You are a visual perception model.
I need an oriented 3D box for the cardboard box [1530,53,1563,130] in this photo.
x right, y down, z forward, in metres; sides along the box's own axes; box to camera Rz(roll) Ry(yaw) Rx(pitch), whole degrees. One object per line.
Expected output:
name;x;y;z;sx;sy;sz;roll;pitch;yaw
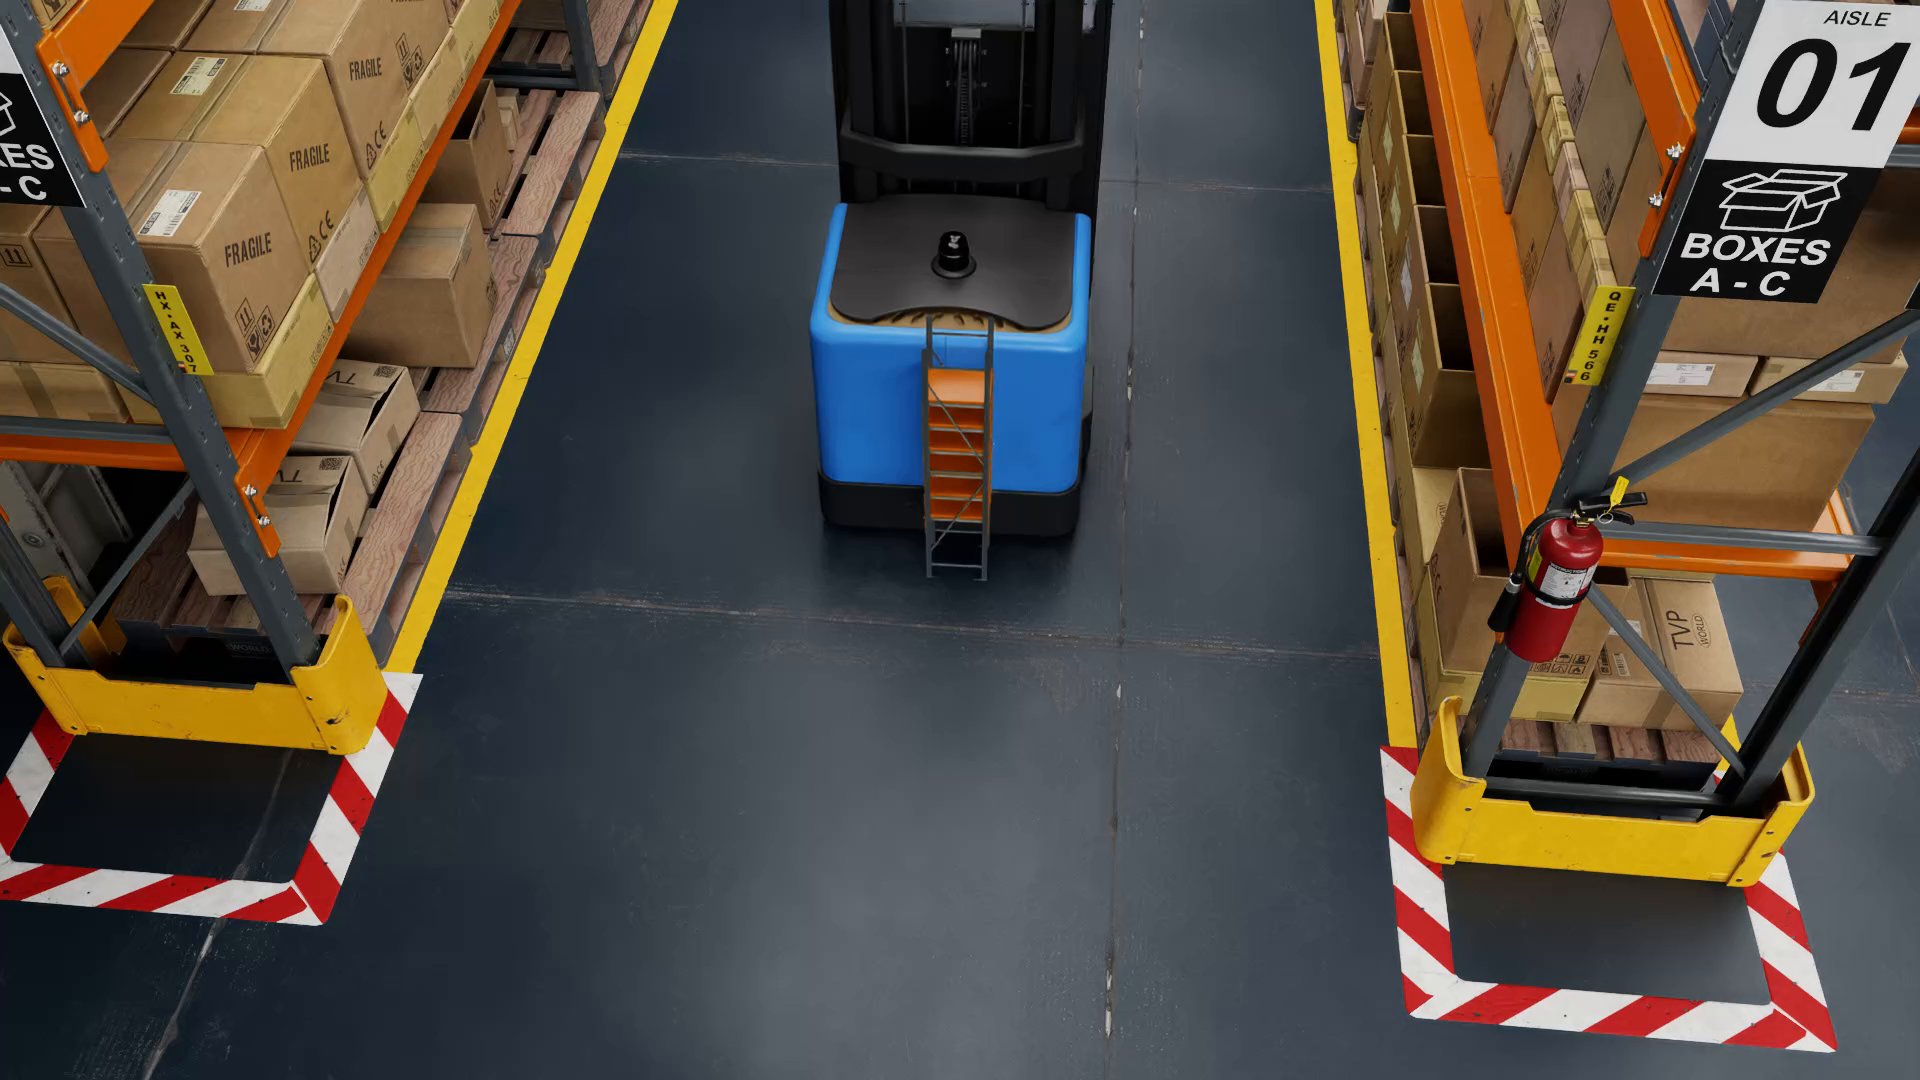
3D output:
cardboard box;2.146;-1.503;5.610;0.380;0.149;0.250;5;48;5

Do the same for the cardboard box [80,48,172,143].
cardboard box;-2.862;-1.274;5.488;0.500;0.500;0.500;4;48;4

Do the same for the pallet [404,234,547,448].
pallet;-2.519;-0.938;7.491;1.003;0.211;1.213;4;48;4

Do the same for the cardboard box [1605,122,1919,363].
cardboard box;2.244;-0.857;4.580;0.700;0.500;0.500;4;48;4

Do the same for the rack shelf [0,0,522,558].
rack shelf;-2.567;-1.562;6.659;1.077;0.370;4.000;4;48;4

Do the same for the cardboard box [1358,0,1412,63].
cardboard box;2.300;-2.664;8.378;0.500;0.311;0.500;4;48;4

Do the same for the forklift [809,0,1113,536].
forklift;0.058;-2.092;6.703;1.130;2.935;3.031;3;48;3

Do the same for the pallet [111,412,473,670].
pallet;-2.633;-0.044;6.674;1.003;0.211;1.213;4;48;4

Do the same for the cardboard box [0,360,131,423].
cardboard box;-2.900;-0.648;5.424;0.500;0.250;0.500;4;48;4

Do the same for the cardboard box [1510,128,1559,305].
cardboard box;2.333;-1.131;5.710;0.700;0.500;0.500;4;48;4

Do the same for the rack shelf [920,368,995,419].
rack shelf;-0.007;-0.529;6.019;0.258;0.103;0.180;3;48;3

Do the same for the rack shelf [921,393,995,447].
rack shelf;-0.007;-0.448;6.108;0.258;0.103;0.180;3;48;3

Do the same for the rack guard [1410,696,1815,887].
rack guard;2.182;0.857;5.654;1.175;0.500;0.348;4;48;4

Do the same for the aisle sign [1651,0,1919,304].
aisle sign;1.886;-0.854;3.762;0.394;0.787;0.004;4;48;4

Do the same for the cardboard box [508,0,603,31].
cardboard box;-2.334;-3.121;8.994;0.700;0.500;0.500;5;48;5

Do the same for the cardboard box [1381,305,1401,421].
cardboard box;2.063;-0.735;6.995;0.500;0.250;0.500;4;48;4

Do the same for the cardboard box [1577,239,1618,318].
cardboard box;2.052;-0.743;4.916;0.380;0.149;0.250;5;48;5

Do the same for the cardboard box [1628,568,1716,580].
cardboard box;2.498;-0.218;6.013;0.500;0.500;0.500;4;48;4

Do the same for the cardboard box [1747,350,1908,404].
cardboard box;2.434;-0.531;4.722;0.380;0.149;0.250;4;48;3

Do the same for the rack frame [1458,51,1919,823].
rack frame;2.184;-0.005;4.747;1.000;3.000;0.127;4;48;4

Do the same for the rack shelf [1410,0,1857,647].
rack shelf;2.366;-1.232;6.357;1.077;0.370;4.000;4;48;4

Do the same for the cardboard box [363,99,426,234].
cardboard box;-2.303;-1.385;6.098;0.500;0.250;0.500;3;48;3

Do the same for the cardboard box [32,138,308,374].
cardboard box;-2.407;-0.875;5.123;0.500;0.500;0.500;4;48;4

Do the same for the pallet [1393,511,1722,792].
pallet;2.212;0.372;6.293;1.003;0.211;1.213;4;48;4

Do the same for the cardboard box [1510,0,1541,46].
cardboard box;2.194;-1.874;5.950;0.380;0.149;0.250;4;48;3

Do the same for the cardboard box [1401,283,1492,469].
cardboard box;2.013;-0.621;6.382;0.500;0.500;0.500;4;48;4

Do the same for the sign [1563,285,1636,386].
sign;1.645;-0.522;4.276;0.100;0.325;0.005;4;48;4

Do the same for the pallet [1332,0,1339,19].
pallet;2.685;-3.446;9.785;1.003;0.211;1.213;4;48;4

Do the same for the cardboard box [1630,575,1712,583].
cardboard box;2.496;0.035;6.290;0.500;0.250;0.500;4;48;4

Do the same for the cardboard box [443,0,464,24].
cardboard box;-2.216;-2.379;6.499;0.500;0.500;0.500;3;48;2

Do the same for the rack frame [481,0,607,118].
rack frame;-2.385;-3.274;7.738;1.000;3.000;0.127;4;48;4

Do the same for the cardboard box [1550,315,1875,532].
cardboard box;2.239;-0.381;5.024;0.700;0.500;0.500;4;48;4

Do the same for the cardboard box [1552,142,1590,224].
cardboard box;2.100;-1.116;5.257;0.380;0.149;0.250;4;48;4

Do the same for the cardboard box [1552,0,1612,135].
cardboard box;2.332;-1.615;5.273;0.700;0.500;0.500;4;48;4

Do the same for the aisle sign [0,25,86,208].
aisle sign;-2.457;-1.139;4.024;0.394;0.787;0.004;4;48;4

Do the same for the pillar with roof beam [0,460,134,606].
pillar with roof beam;0.740;-2.643;3.095;9.100;9.000;0.400;4;48;4

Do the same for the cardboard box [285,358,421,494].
cardboard box;-2.545;-0.497;6.722;0.500;0.311;0.500;7;48;7

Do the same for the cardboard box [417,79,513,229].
cardboard box;-2.440;-1.814;7.798;0.500;0.500;0.500;1;48;1

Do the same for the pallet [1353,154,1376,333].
pallet;2.434;-1.421;7.933;1.003;0.211;1.213;4;48;4

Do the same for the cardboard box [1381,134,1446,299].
cardboard box;2.103;-1.356;7.054;0.500;0.500;0.500;4;48;4

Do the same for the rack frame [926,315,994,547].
rack frame;0.000;-0.384;6.314;0.240;1.200;0.006;3;48;3

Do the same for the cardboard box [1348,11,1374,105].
cardboard box;2.298;-2.482;8.592;0.500;0.250;0.500;3;48;3

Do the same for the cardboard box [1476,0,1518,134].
cardboard box;2.423;-1.895;6.408;0.700;0.500;0.500;5;48;4

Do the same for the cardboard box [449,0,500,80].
cardboard box;-2.210;-2.126;6.776;0.500;0.250;0.500;4;48;3

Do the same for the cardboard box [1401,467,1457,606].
cardboard box;1.972;-0.001;6.323;0.500;0.250;0.500;4;48;4

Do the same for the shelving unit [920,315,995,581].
shelving unit;-0.007;-0.316;6.252;0.258;1.200;0.189;3;48;3

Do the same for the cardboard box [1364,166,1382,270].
cardboard box;2.154;-1.470;7.667;0.500;0.250;0.500;4;48;4

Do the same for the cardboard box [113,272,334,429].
cardboard box;-2.389;-0.628;5.406;0.500;0.250;0.500;3;48;2

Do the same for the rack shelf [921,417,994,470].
rack shelf;-0.007;-0.367;6.196;0.258;0.103;0.180;3;48;3

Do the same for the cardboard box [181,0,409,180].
cardboard box;-2.298;-1.617;5.802;0.500;0.500;0.500;2;48;2

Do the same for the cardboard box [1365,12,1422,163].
cardboard box;2.194;-2.091;7.726;0.500;0.500;0.500;4;48;4
